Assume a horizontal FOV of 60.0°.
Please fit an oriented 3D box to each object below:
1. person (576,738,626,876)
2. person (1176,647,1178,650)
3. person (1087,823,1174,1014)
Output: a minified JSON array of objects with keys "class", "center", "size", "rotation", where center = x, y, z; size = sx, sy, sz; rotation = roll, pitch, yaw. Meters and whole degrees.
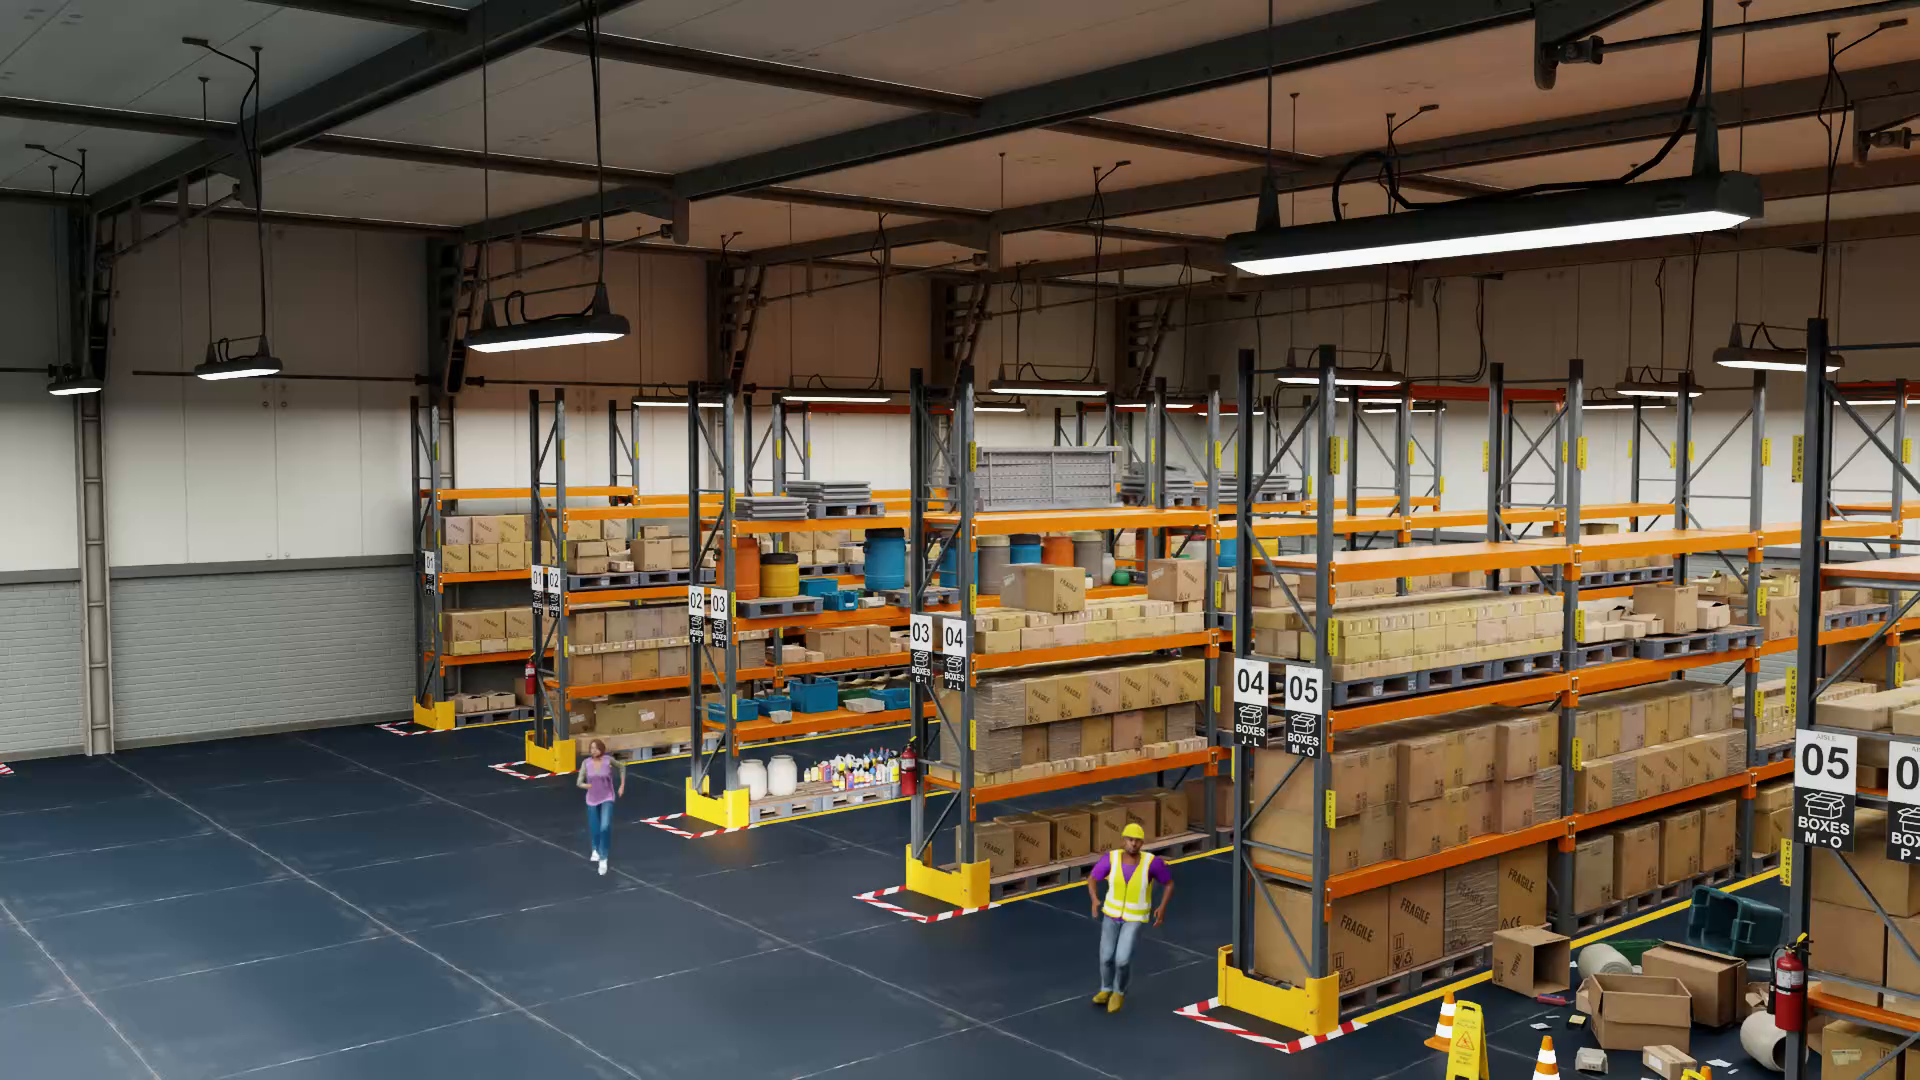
[{"class":"person","center":[-4.323,3.183,20.036],"size":[0.545,1.618,0.824],"rotation":[0,3,-3]},{"class":"person","center":[4.537,2.411,32.816],"size":[0.567,1.669,0.764],"rotation":[2,4,36]},{"class":"person","center":[1.504,3.417,15.031],"size":[0.766,1.732,0.621],"rotation":[1,4,21]}]
